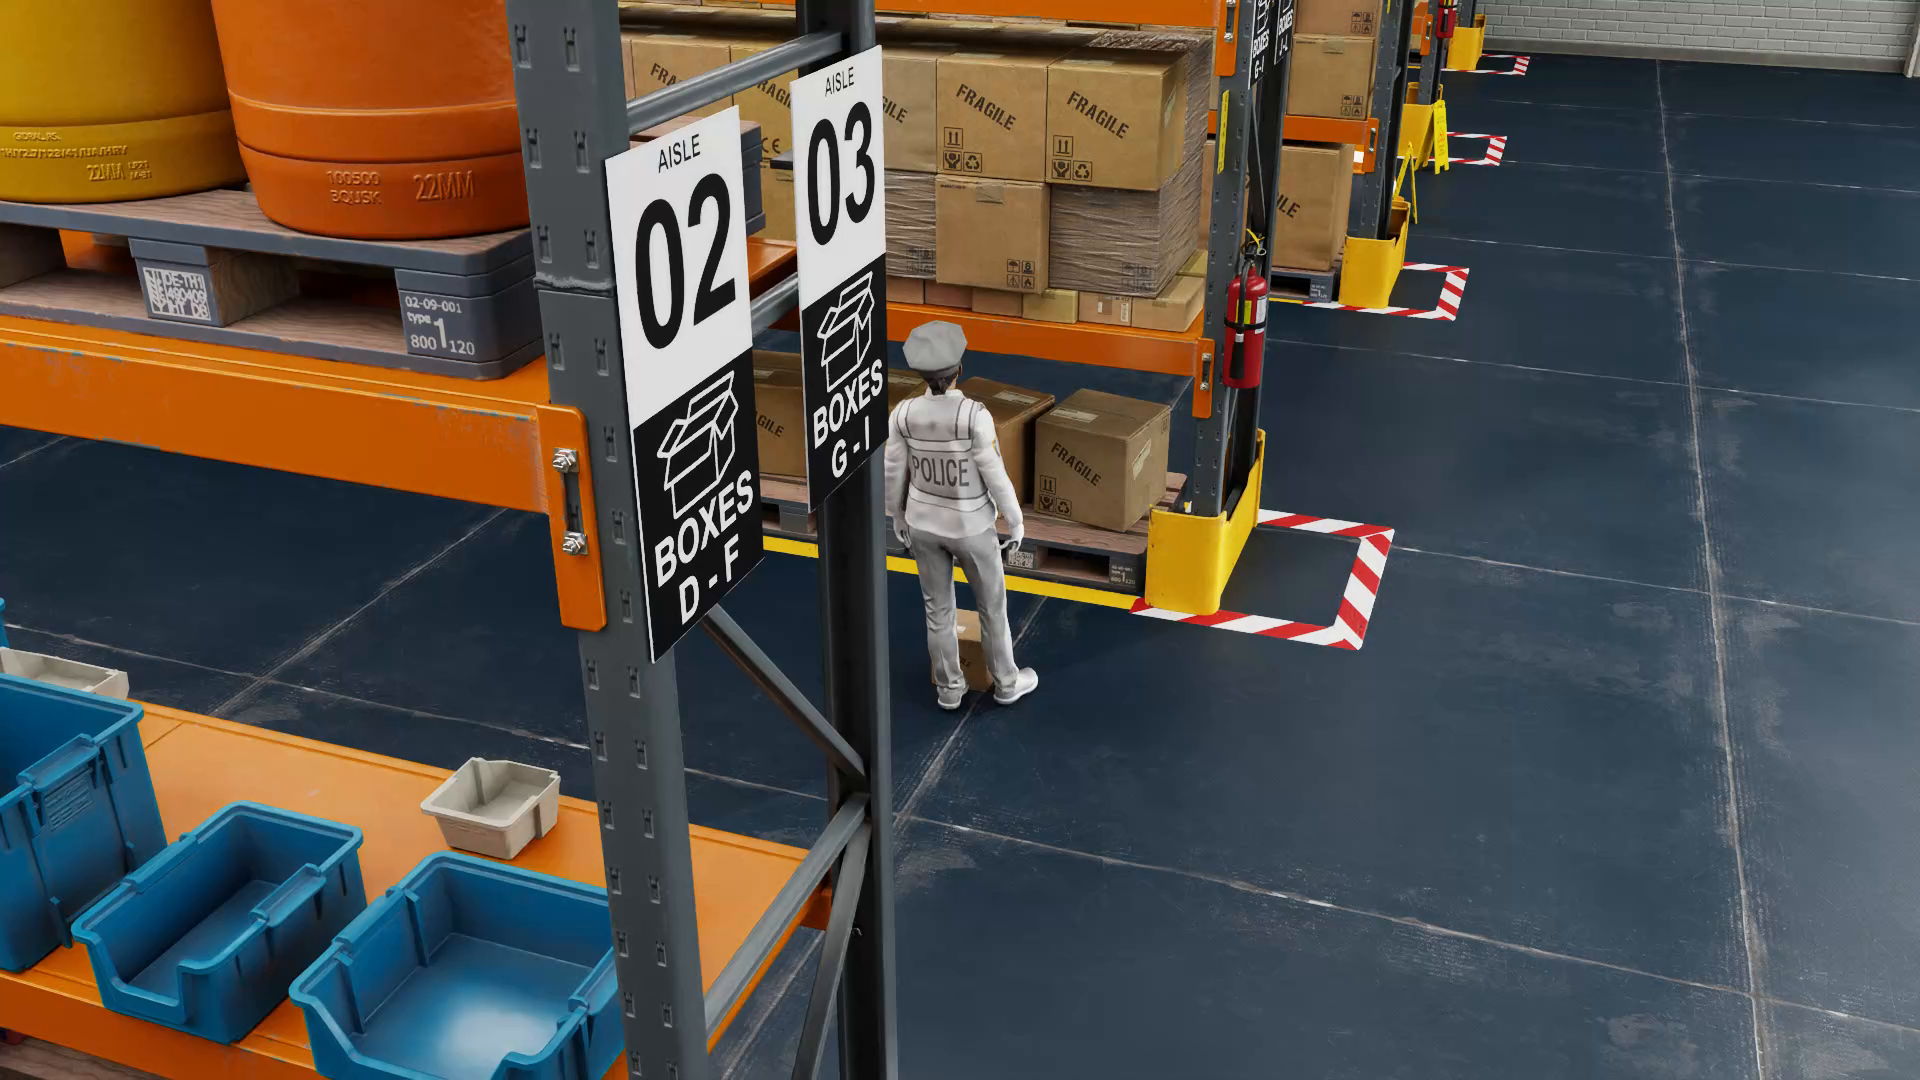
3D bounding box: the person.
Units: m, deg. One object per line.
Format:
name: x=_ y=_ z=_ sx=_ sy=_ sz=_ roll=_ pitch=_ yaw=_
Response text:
person: x=-0.007 y=-0.091 z=6.740 sx=0.587 sy=1.694 sz=0.529 roll=9 pitch=27 yaw=18
